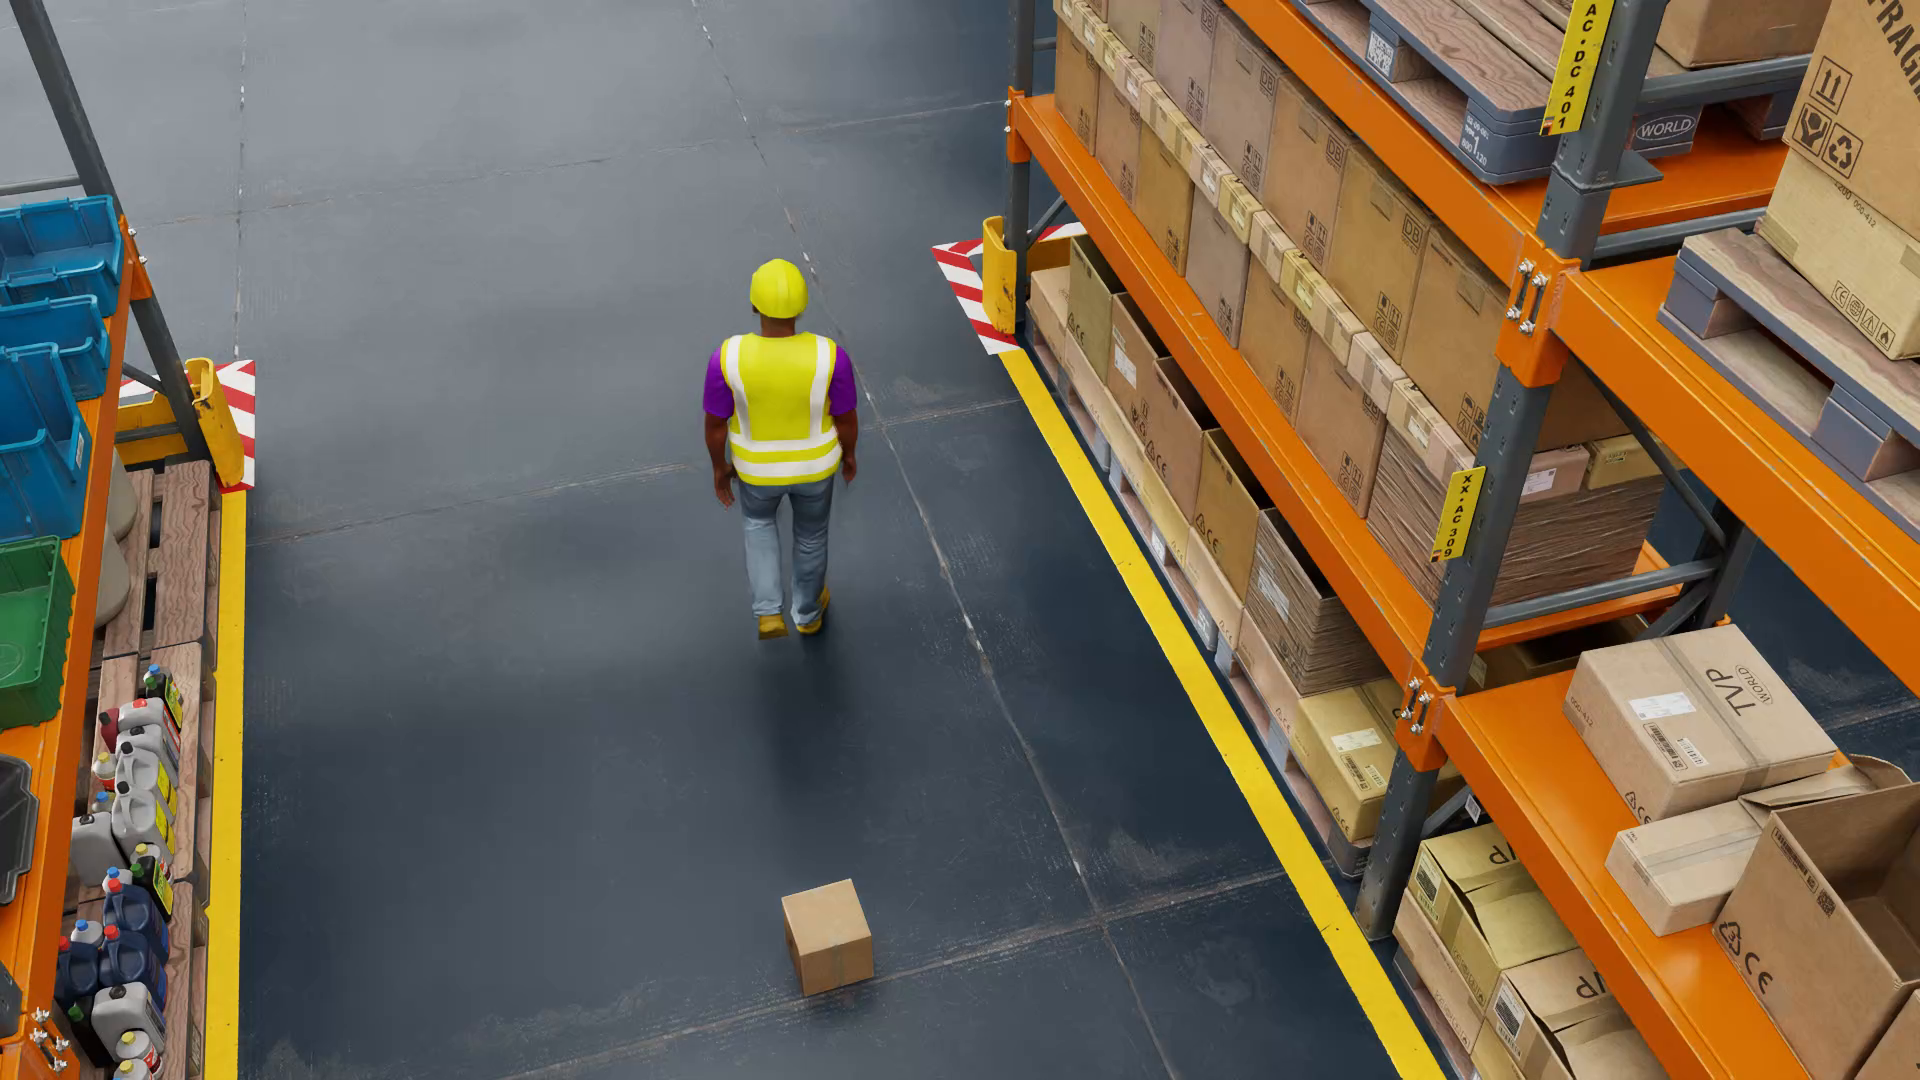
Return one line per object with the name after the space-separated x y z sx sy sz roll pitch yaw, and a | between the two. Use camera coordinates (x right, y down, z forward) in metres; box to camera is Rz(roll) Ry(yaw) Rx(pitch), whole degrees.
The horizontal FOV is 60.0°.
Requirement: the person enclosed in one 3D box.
-0.675 -0.282 6.417 0.581 1.758 0.523 -1 42 -2 | person
